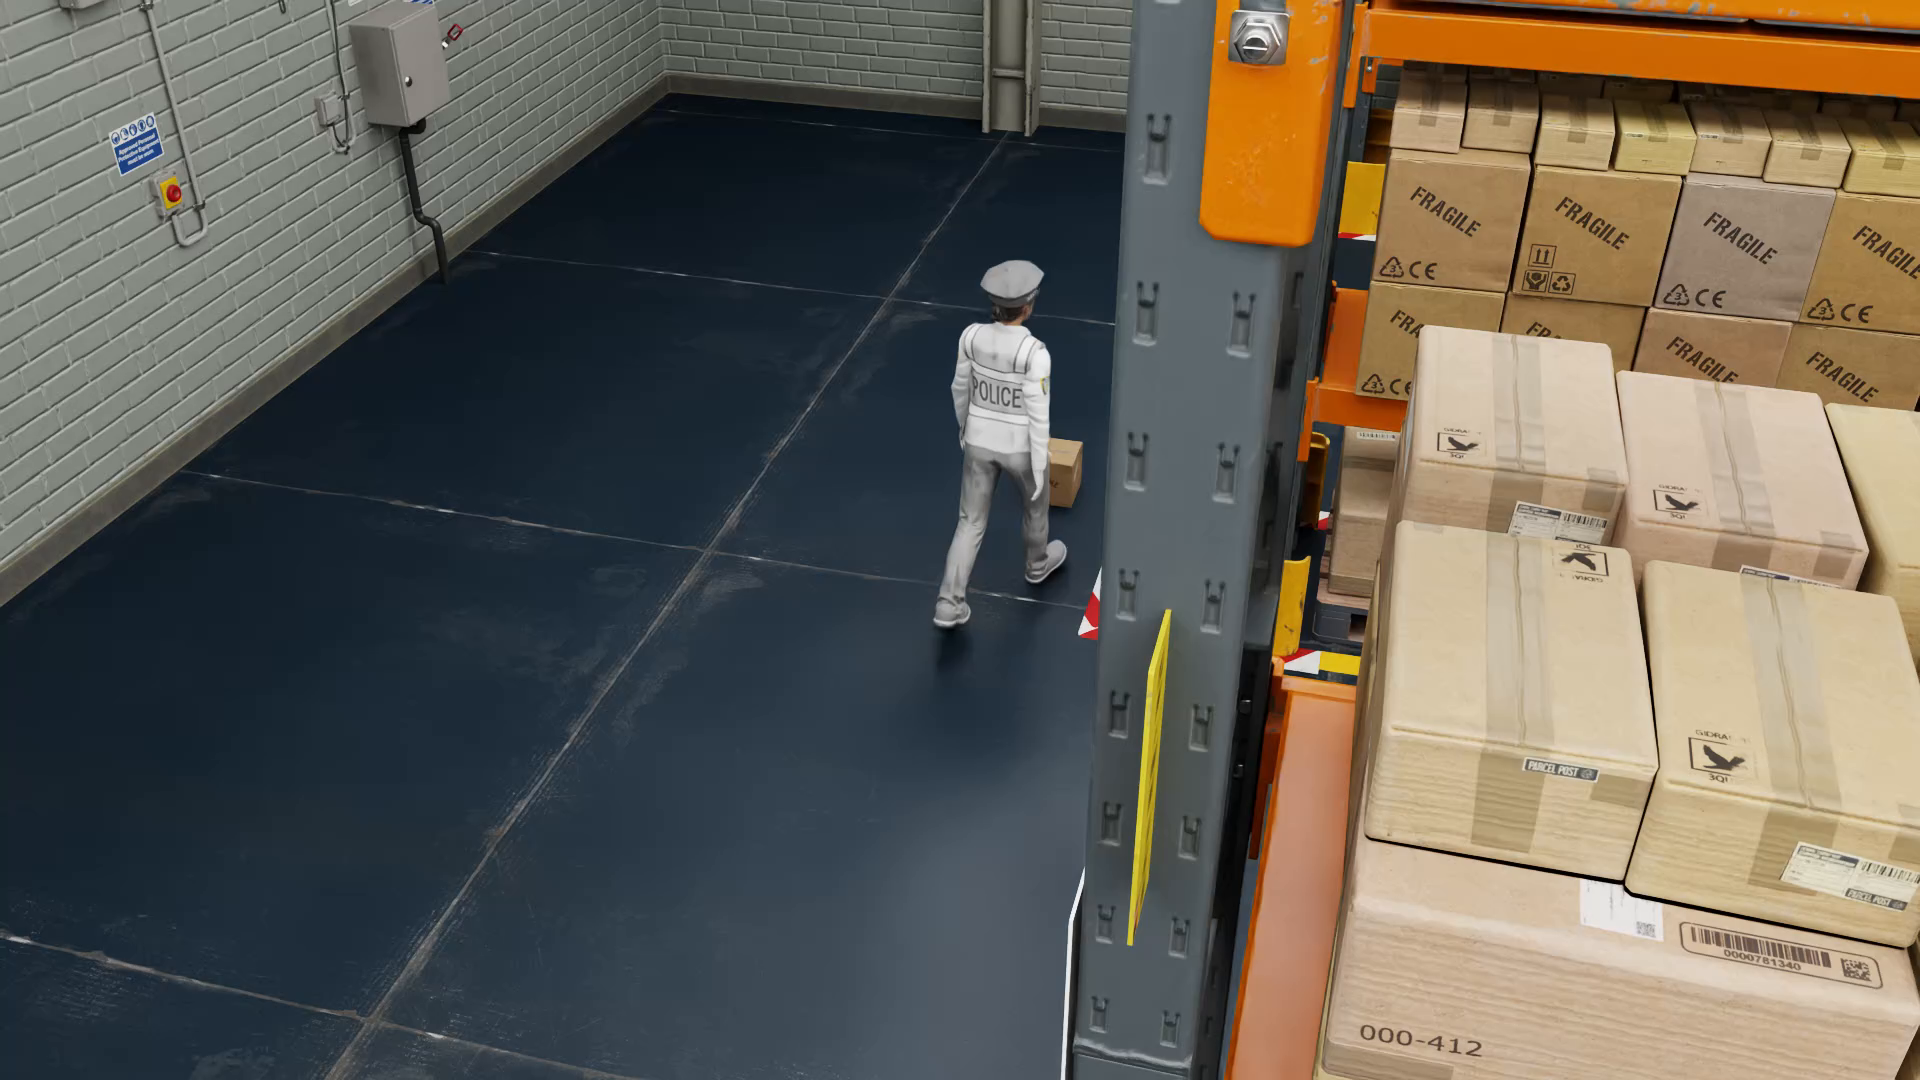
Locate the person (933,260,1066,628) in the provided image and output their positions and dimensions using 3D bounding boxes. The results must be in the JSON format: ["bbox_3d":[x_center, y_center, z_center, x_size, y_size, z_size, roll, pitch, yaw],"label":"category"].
[{"bbox_3d":[0.167,-0.408,7.267,0.508,1.640,0.939,15,36,21],"label":"person"}]
